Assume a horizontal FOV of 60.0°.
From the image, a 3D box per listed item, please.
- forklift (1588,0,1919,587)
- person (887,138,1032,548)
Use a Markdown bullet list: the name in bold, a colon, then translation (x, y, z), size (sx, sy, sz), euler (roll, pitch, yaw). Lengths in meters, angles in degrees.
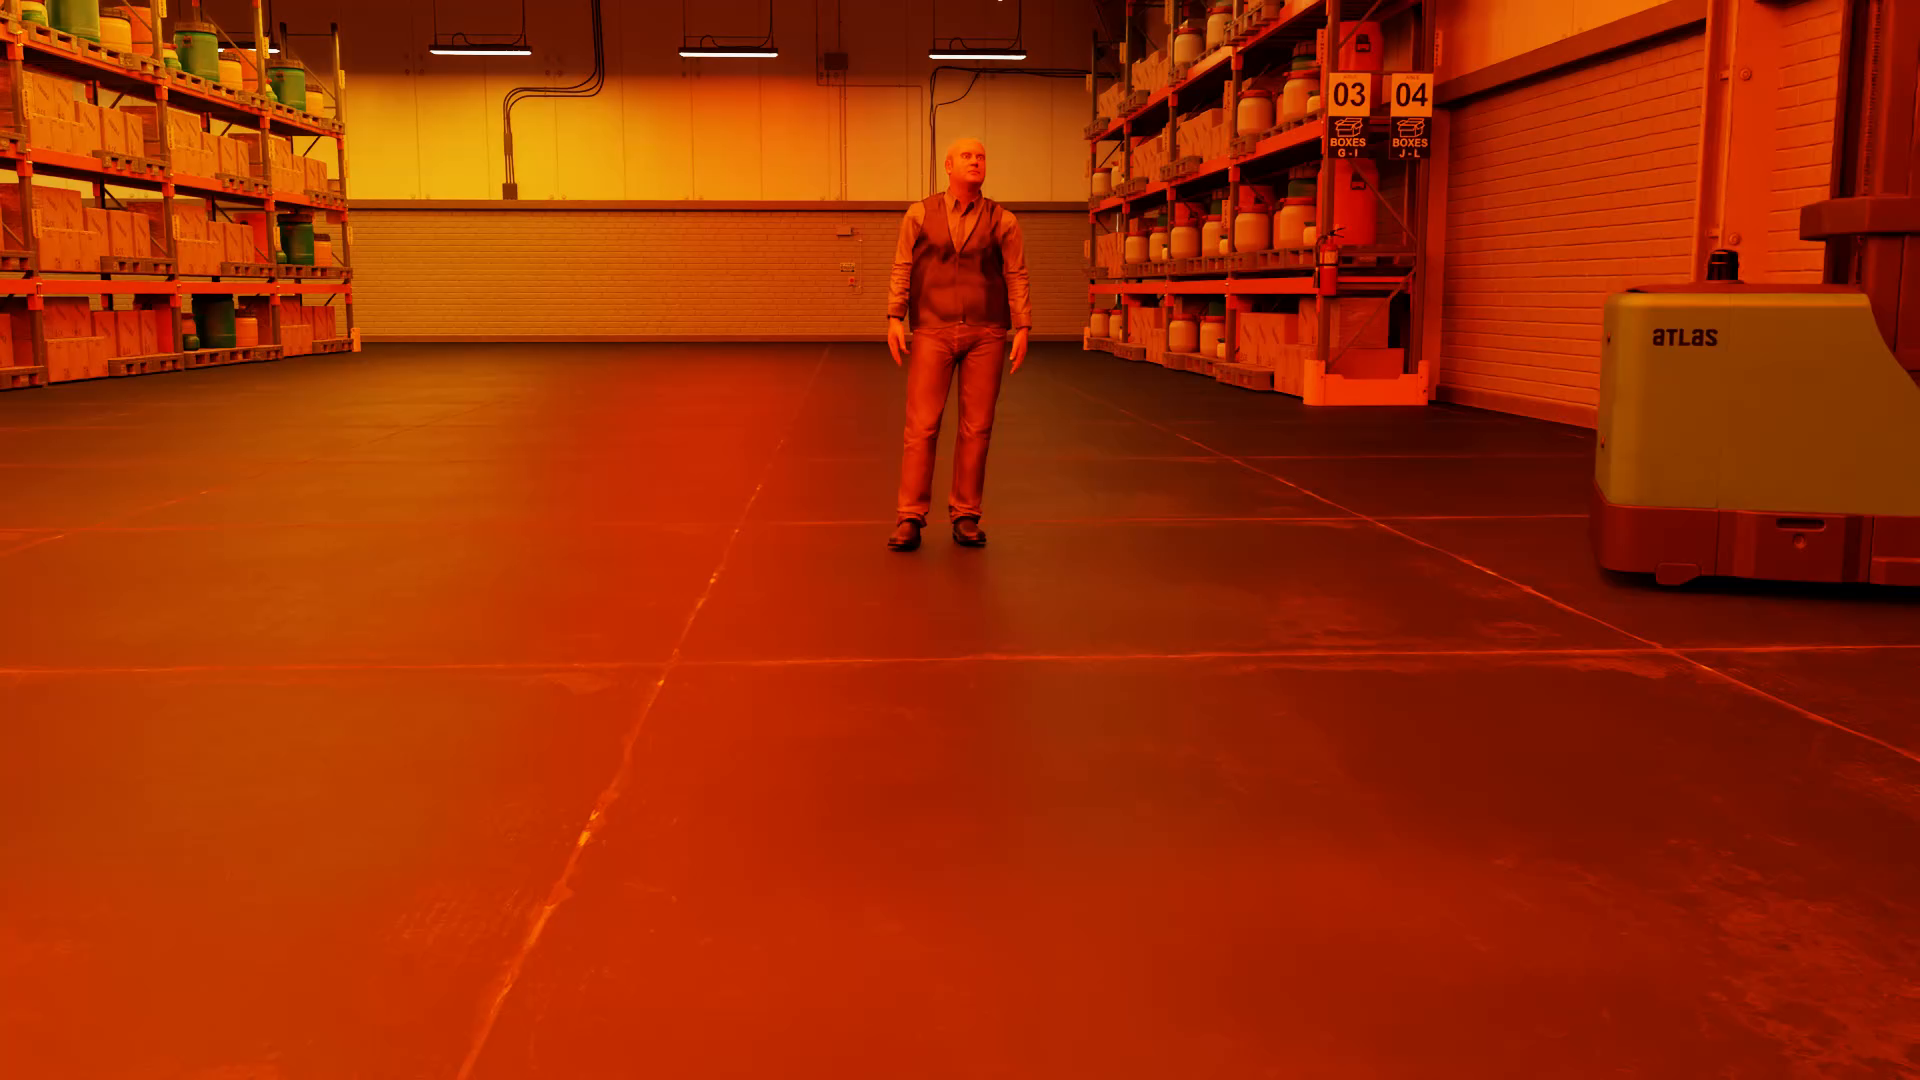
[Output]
- **forklift**: translation (3.943, -1.272, 5.896), size (3.031, 2.935, 1.130), euler (3, 9, 17)
- **person**: translation (-0.003, -0.849, 7.120), size (0.633, 1.722, 0.566), euler (-1, 8, -4)
